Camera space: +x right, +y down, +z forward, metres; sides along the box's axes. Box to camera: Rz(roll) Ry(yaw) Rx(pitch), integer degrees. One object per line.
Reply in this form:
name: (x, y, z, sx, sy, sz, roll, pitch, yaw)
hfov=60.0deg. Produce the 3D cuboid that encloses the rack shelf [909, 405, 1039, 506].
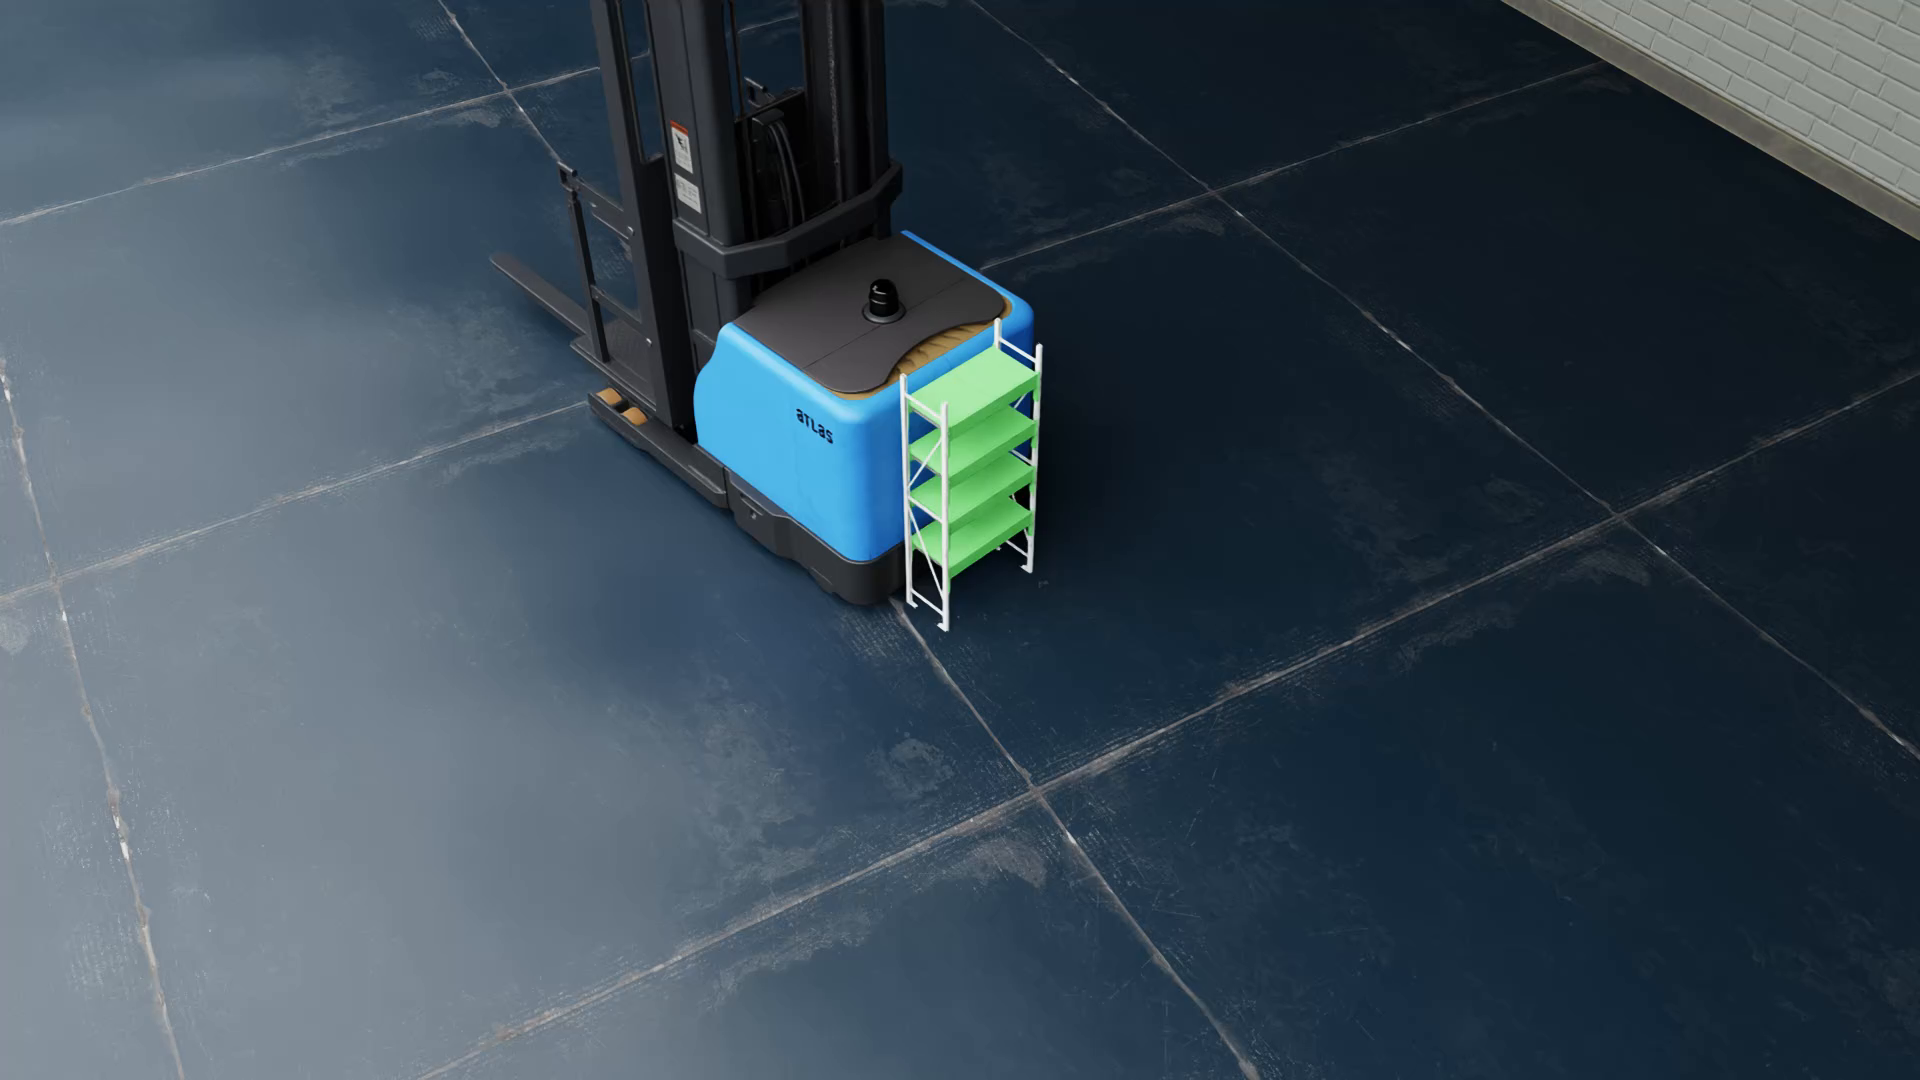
rack shelf: (0.044, -0.360, 6.435, 0.480, 0.148, 0.258, -34, 53, -30)

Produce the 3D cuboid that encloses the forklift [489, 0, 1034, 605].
forklift: (-1.070, -1.715, 6.842, 1.130, 2.935, 3.031, -34, 53, -30)

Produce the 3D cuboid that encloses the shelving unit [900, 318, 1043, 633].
shelving unit: (0.044, -0.234, 6.558, 0.503, 1.200, 0.258, -34, 53, -30)

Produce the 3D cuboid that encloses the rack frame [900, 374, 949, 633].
rack frame: (-0.132, -0.116, 6.437, 0.015, 1.200, 0.240, -34, 53, -30)

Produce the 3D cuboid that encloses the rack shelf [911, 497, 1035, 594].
rack shelf: (0.044, -0.016, 6.770, 0.480, 0.148, 0.258, -34, 53, -30)

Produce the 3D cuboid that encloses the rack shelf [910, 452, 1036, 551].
rack shelf: (0.044, -0.188, 6.603, 0.480, 0.148, 0.258, -34, 53, -30)

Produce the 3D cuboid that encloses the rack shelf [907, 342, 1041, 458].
rack shelf: (0.045, -0.532, 6.268, 0.480, 0.148, 0.258, -34, 53, -30)

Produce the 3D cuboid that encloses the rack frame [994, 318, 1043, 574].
rack frame: (0.220, -0.351, 6.679, 0.015, 1.200, 0.240, -34, 53, -30)
